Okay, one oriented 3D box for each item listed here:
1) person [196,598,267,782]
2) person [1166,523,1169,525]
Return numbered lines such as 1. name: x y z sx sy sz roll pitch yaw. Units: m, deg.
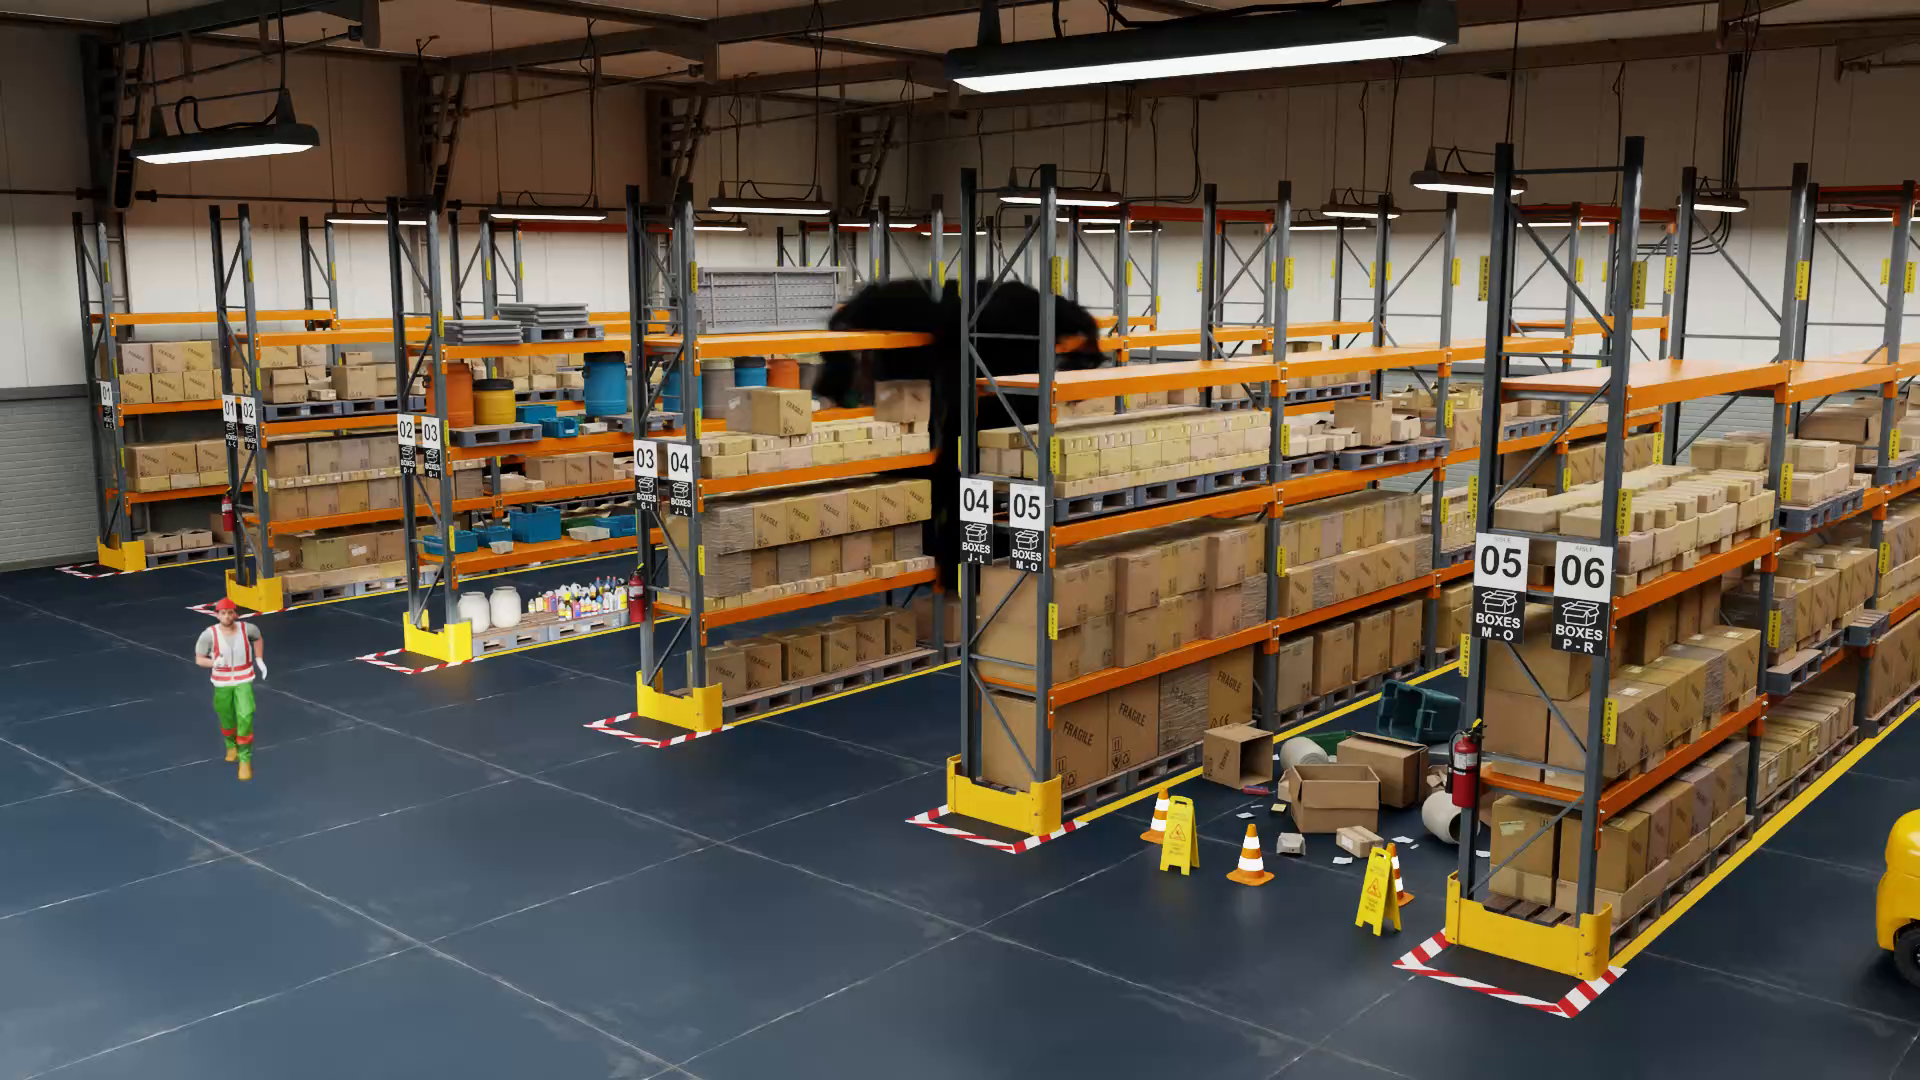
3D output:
1. person: -7.401 1.480 16.930 0.646 1.840 0.886 -4 10 -23
2. person: 3.195 0.157 23.389 0.711 1.758 0.738 6 11 33
